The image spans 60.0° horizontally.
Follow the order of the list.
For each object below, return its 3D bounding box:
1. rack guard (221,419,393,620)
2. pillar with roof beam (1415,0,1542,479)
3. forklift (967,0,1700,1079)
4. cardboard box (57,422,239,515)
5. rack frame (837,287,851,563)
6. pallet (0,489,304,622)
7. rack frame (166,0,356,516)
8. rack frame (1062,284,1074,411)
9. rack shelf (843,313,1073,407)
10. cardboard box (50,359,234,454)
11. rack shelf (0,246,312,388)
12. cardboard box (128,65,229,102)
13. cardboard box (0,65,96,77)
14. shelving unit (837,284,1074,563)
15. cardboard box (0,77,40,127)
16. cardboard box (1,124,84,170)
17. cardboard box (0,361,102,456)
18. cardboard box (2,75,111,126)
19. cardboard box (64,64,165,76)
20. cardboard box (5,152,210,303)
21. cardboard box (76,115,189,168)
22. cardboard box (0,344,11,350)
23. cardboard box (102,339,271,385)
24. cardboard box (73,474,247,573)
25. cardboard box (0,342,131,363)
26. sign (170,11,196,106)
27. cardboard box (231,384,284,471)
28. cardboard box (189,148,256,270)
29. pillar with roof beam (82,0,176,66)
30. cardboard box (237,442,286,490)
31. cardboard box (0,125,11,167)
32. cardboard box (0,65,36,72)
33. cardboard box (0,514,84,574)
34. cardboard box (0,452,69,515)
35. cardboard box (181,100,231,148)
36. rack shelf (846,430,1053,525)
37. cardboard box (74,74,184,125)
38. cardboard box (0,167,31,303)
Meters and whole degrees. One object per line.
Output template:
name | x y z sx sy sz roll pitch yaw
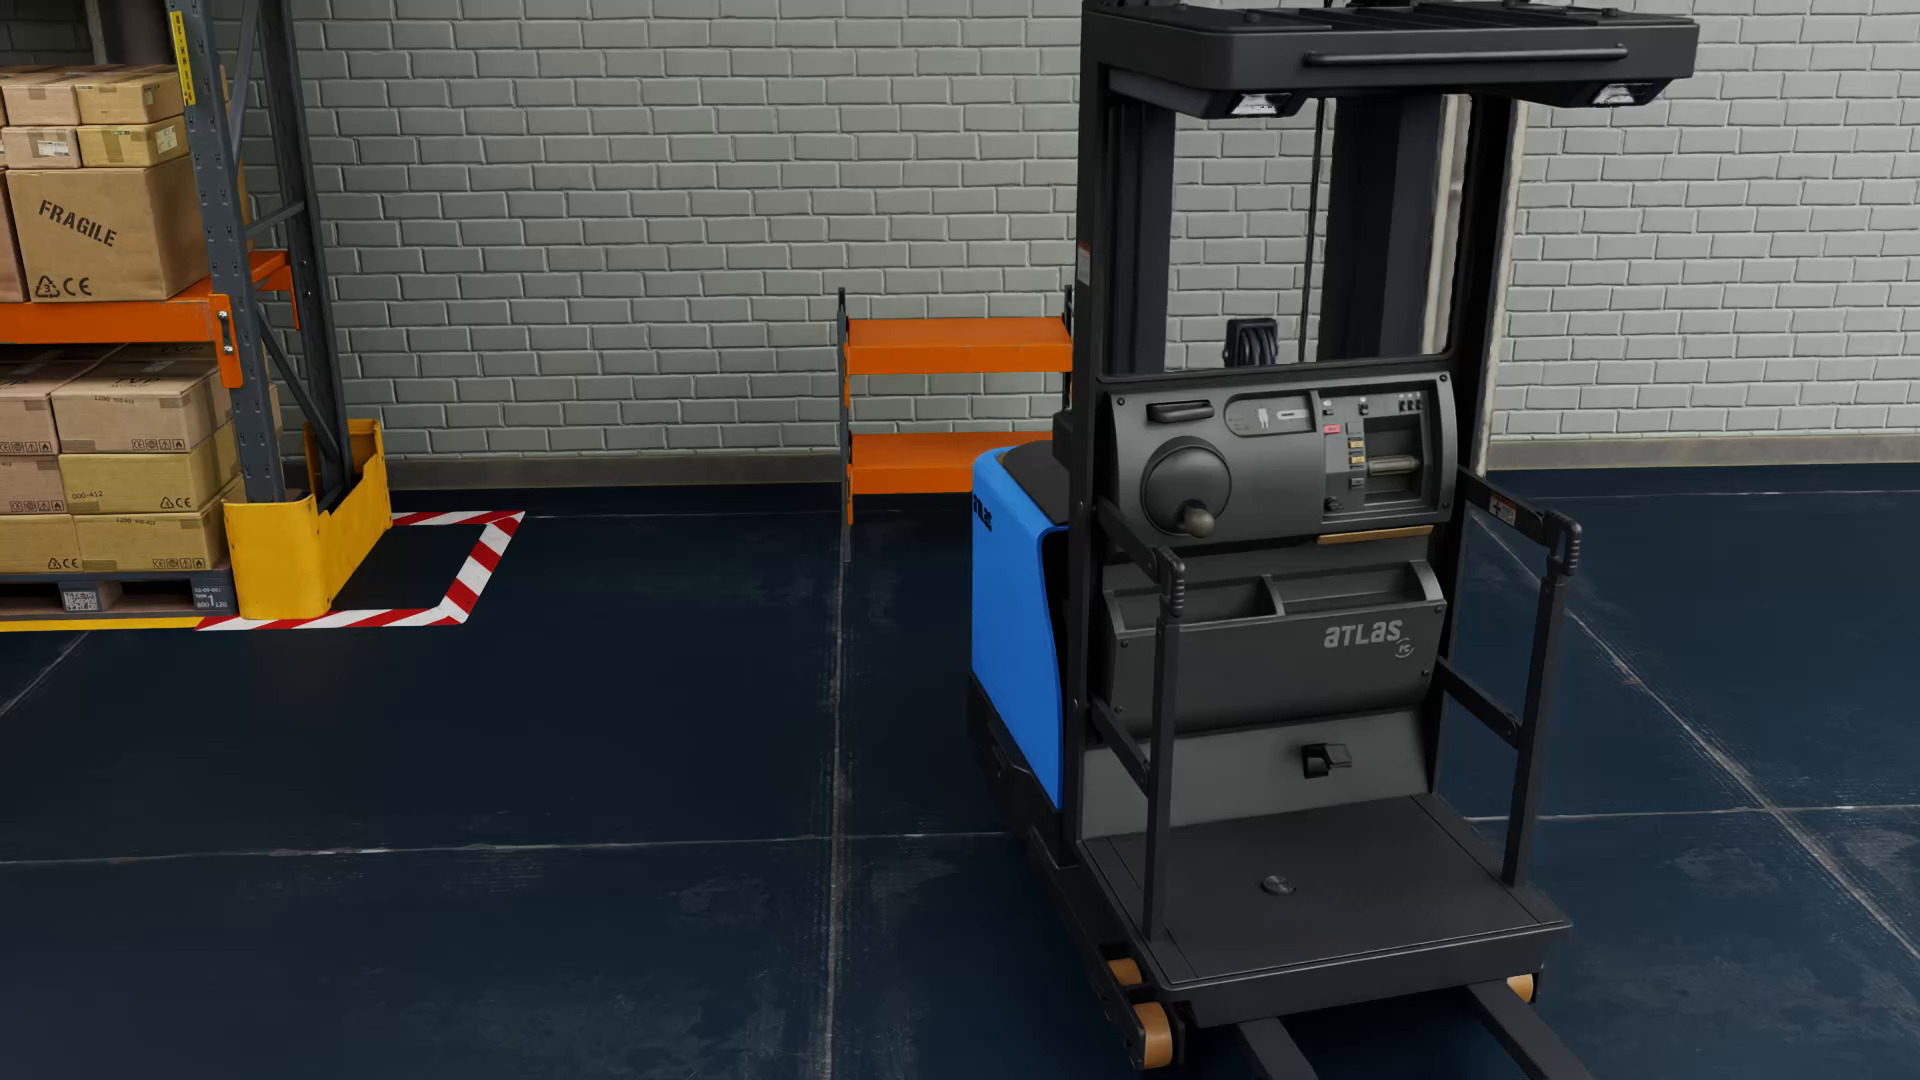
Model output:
rack guard | -2.806 -0.117 7.225 0.348 0.500 1.175 -1 21 -3
pillar with roof beam | 2.659 -2.987 2.818 0.400 9.000 9.100 -1 21 -3
forklift | 0.884 -0.200 4.026 1.130 2.935 3.031 -5 21 -13
cardboard box | -3.298 -0.308 6.787 0.500 0.250 0.500 -1 21 -4
rack frame | -0.514 -0.515 7.393 0.032 1.125 0.500 -1 21 -3
pallet | -3.591 0.049 7.195 1.213 0.211 1.003 -1 21 -3
rack frame | -2.830 -1.284 6.779 0.127 3.000 1.000 -1 21 -3
rack frame | 0.501 -0.536 7.448 0.032 1.125 0.500 -1 21 -3
rack shelf | -0.007 -0.799 7.316 1.000 0.278 0.538 -1 21 -3
cardboard box | -3.272 -0.543 6.700 0.500 0.250 0.500 0 21 -1
rack shelf | -4.827 -0.908 6.800 4.000 0.370 1.077 -1 21 -3
cardboard box | -3.178 -1.842 6.774 0.250 0.149 0.380 -2 21 -4
cardboard box | -3.704 -1.839 6.764 0.250 0.149 0.380 -1 21 -2
shelving unit | -0.007 -0.526 7.420 1.048 1.125 0.538 -1 21 -3
cardboard box | -3.680 -1.660 6.295 0.250 0.149 0.380 -1 21 -2
cardboard box | -3.414 -1.512 6.324 0.250 0.149 0.380 -1 21 -2
cardboard box | -3.781 -0.530 6.667 0.500 0.250 0.500 -1 21 -2
cardboard box | -3.420 -1.675 6.335 0.250 0.149 0.380 -1 21 -3
cardboard box | -3.447 -1.859 6.818 0.250 0.149 0.380 0 21 -1
cardboard box | -3.306 -1.228 6.490 0.500 0.500 0.500 -2 21 -4
cardboard box | -3.160 -1.528 6.366 0.250 0.149 0.380 -1 21 -2
cardboard box | -4.319 -0.703 7.120 0.500 0.250 0.500 -1 21 -3
cardboard box | -3.321 -0.720 7.166 0.500 0.250 0.500 -1 21 -4
cardboard box | -3.281 -0.074 6.873 0.500 0.250 0.500 -1 21 -3
cardboard box | -3.819 -0.709 7.136 0.500 0.250 0.500 -1 21 -3
sign | -2.813 -1.743 6.024 0.005 0.325 0.100 -1 21 -3
cardboard box | -3.311 -0.493 7.273 0.500 0.250 0.500 -1 21 -2
cardboard box | -3.340 -1.420 6.994 0.500 0.500 0.500 0 21 -1
pillar with roof beam | -3.331 -2.865 2.498 0.400 9.000 9.100 -1 21 -3
cardboard box | -3.332 -0.255 7.349 0.500 0.250 0.500 -1 21 -3
cardboard box | -3.676 -1.528 6.368 0.250 0.149 0.380 -1 21 -2
cardboard box | -3.951 -1.839 6.765 0.250 0.149 0.380 -1 21 -3
cardboard box | -3.778 -0.067 6.856 0.500 0.250 0.500 -1 21 -3
cardboard box | -3.799 -0.302 6.770 0.500 0.250 0.500 -1 21 -4
cardboard box | -3.184 -1.720 6.869 0.250 0.149 0.380 -2 21 -4
rack shelf | -0.007 -0.297 7.507 1.000 0.278 0.538 -1 21 -3
cardboard box | -3.176 -1.691 6.377 0.250 0.149 0.380 -1 21 -3
cardboard box | -3.825 -1.221 6.471 0.500 0.500 0.500 -1 21 -1
